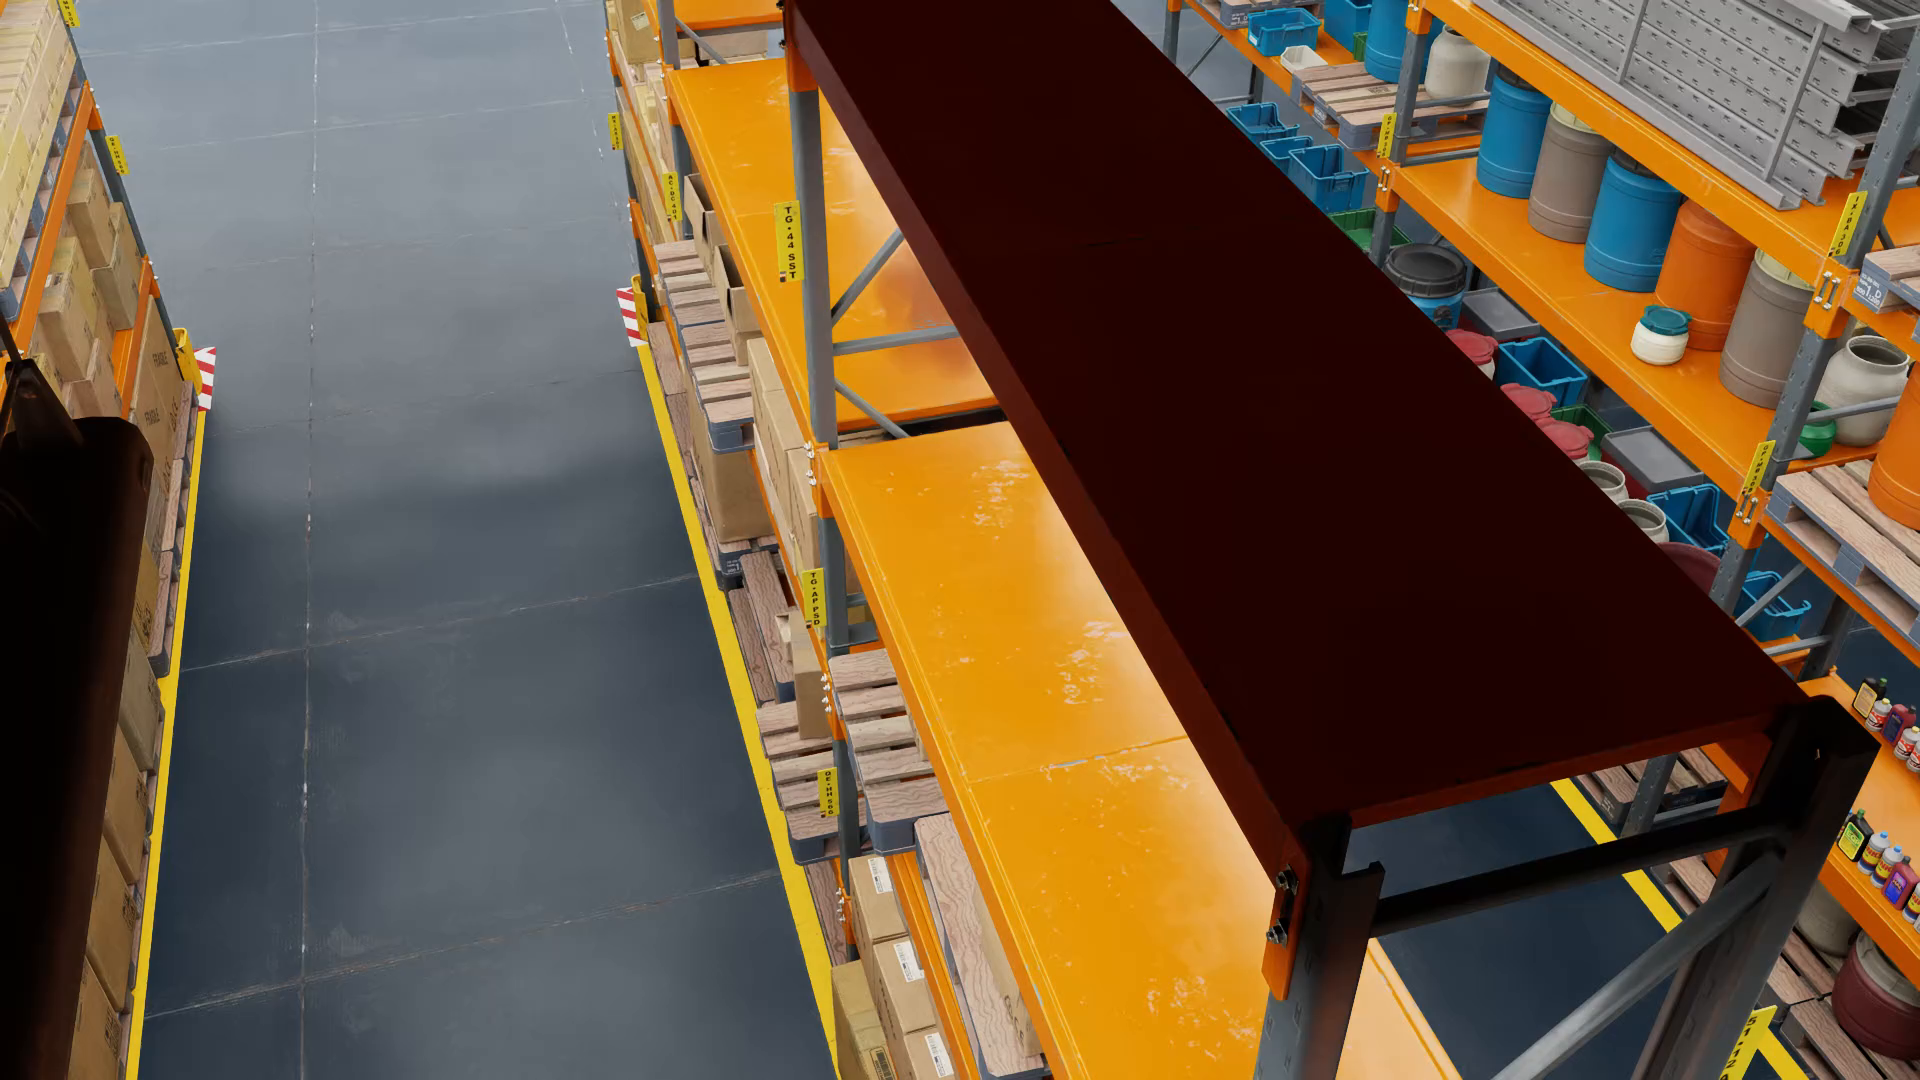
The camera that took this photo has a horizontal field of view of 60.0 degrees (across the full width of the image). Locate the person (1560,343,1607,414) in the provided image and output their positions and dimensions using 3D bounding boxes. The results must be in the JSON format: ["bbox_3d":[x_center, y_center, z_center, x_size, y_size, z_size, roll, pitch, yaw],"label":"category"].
[{"bbox_3d":[5.035,-1.399,13.262,0.539,1.605,0.802,12,40,15],"label":"person"}]
